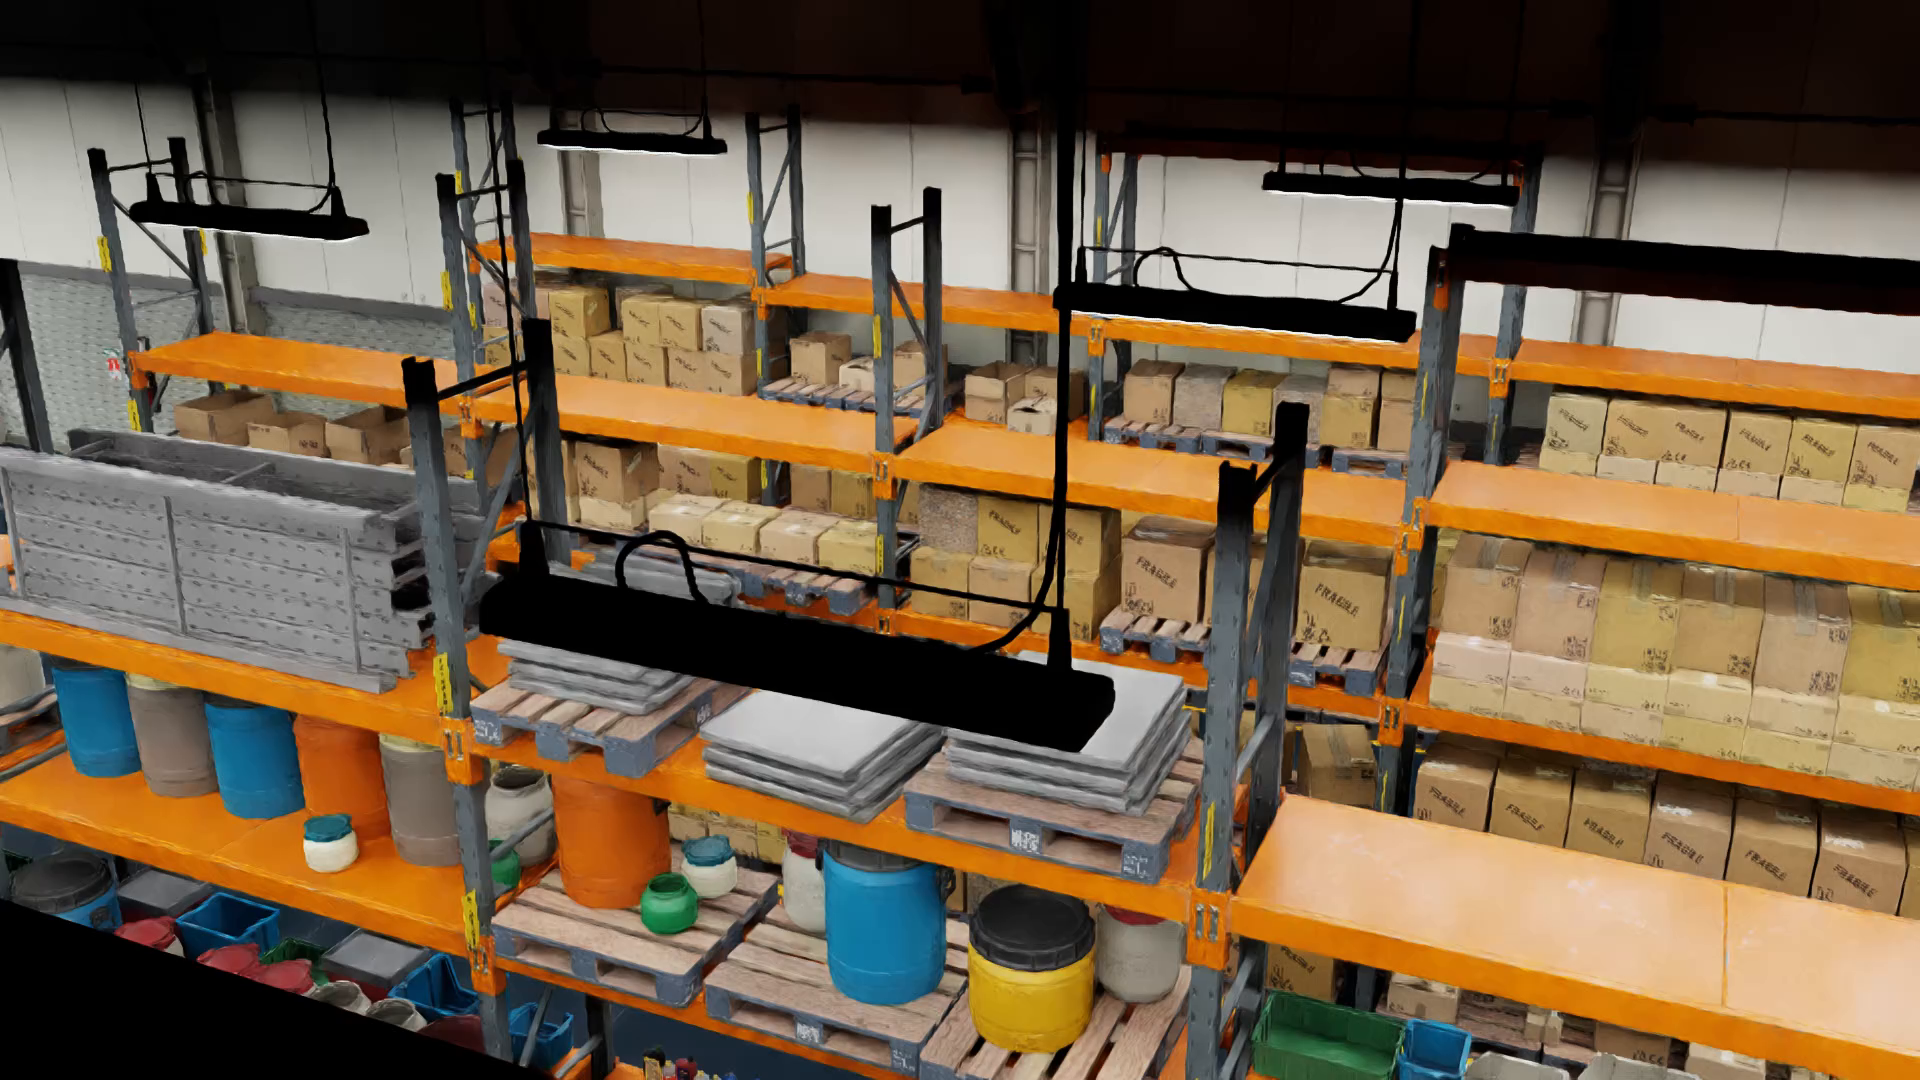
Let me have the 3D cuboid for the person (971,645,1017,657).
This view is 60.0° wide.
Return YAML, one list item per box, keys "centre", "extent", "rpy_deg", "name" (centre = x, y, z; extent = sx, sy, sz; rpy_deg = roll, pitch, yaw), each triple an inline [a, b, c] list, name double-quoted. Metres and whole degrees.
- centre: [0.365, 1.141, 17.354]
  extent: [0.999, 1.598, 0.490]
  rpy_deg: [5, 21, 14]
  name: "person"
